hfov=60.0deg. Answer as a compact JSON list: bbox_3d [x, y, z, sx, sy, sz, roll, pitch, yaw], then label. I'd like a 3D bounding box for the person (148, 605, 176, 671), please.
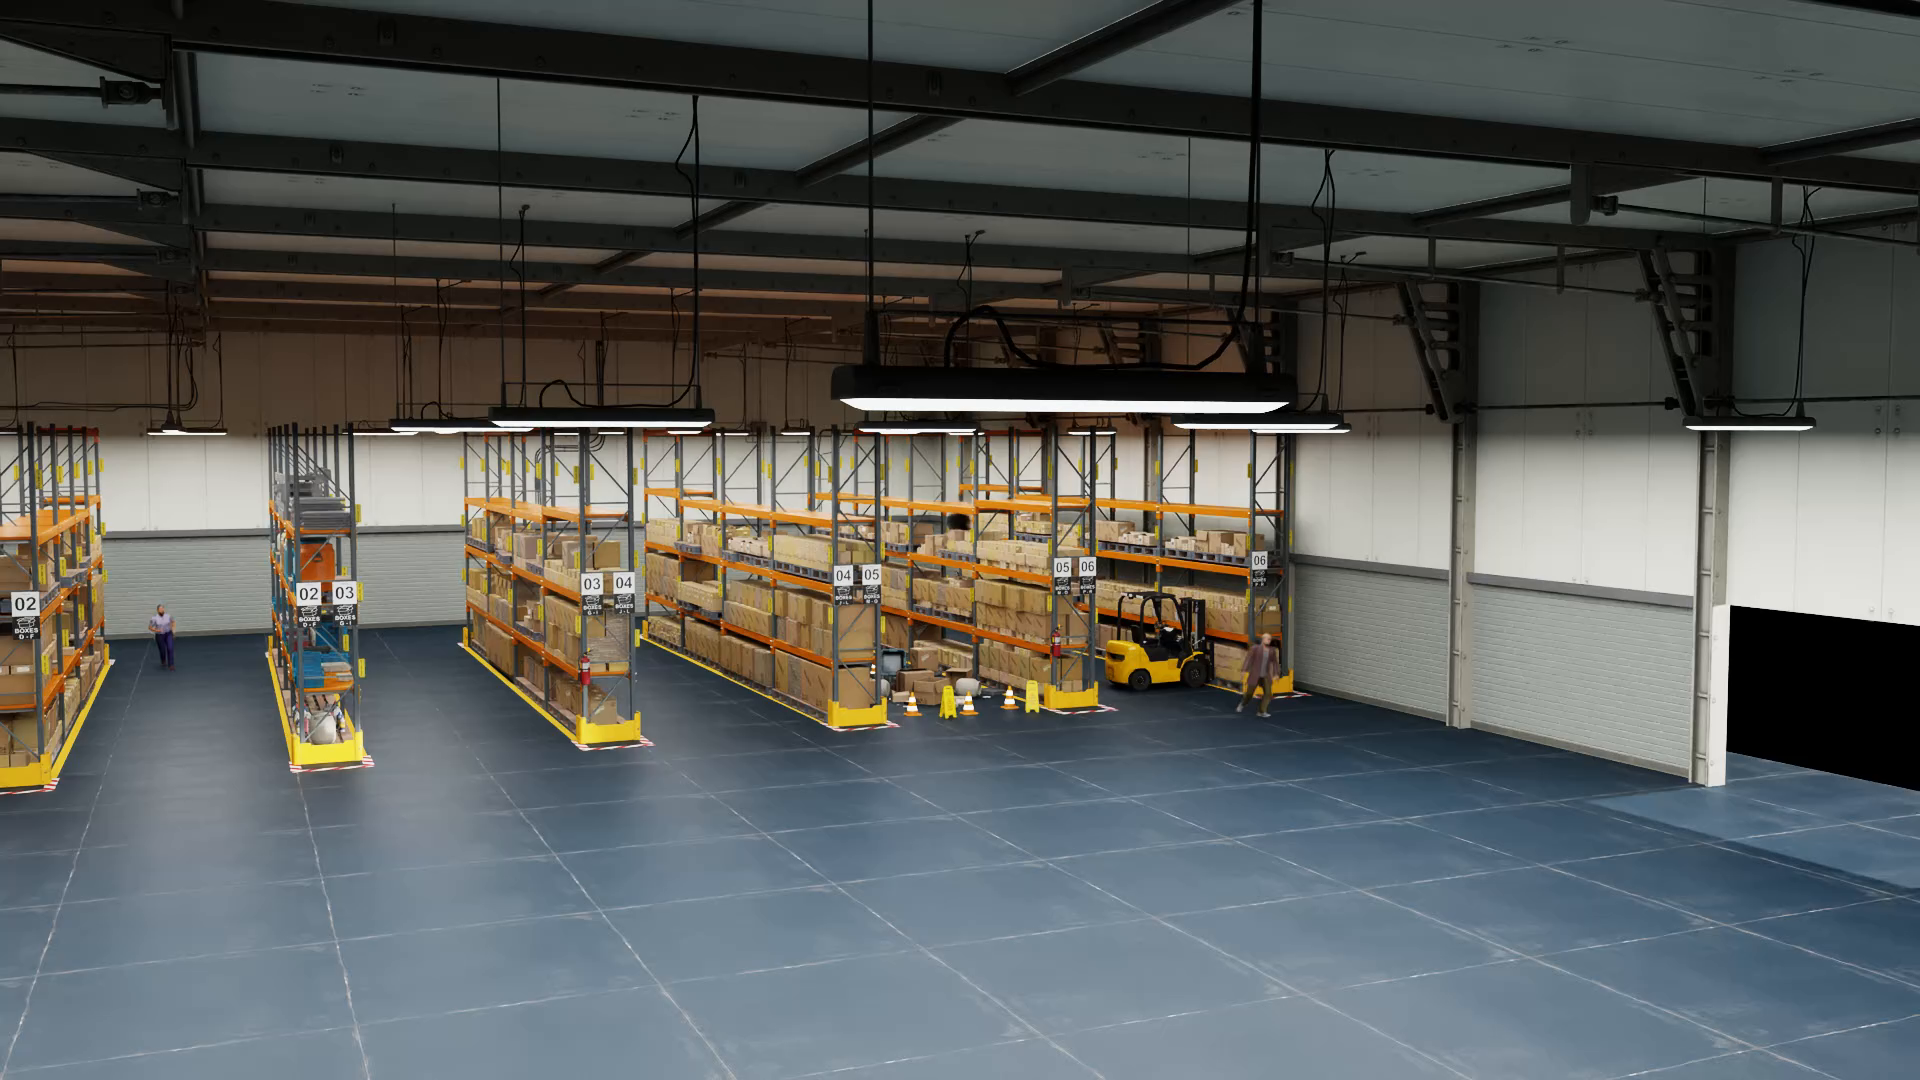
[{"bbox_3d":[-19.768,2.419,41.241,0.645,1.629,0.781,-2,4,-35],"label":"person"}]

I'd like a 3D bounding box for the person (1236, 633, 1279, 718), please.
[{"bbox_3d":[6.121,2.763,34.280,0.786,1.721,0.826,-1,4,-19],"label":"person"}]
